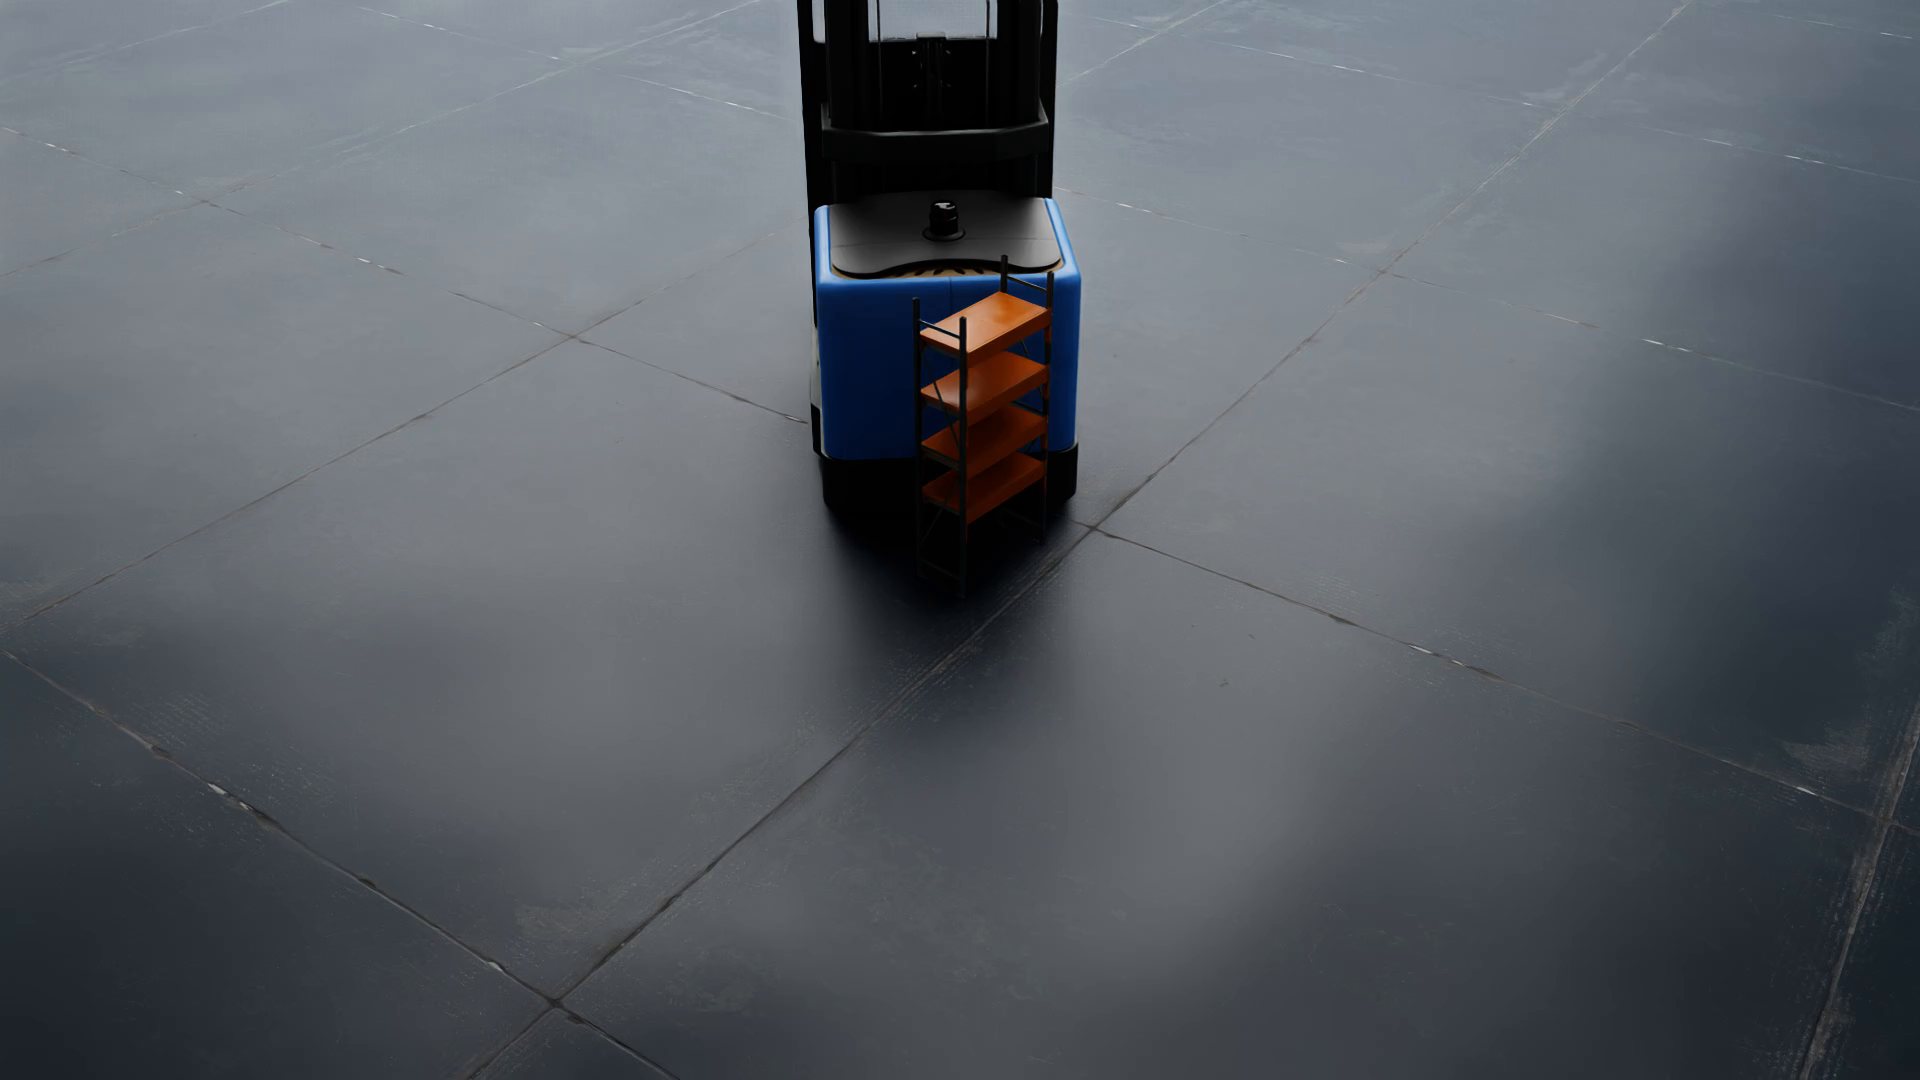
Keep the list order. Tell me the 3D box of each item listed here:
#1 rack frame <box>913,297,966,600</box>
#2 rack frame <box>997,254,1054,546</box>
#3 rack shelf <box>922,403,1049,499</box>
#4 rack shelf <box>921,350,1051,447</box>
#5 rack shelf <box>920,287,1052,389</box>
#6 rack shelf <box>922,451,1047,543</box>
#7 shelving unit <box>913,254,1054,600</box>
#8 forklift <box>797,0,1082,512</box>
[{"bbox_3d":[-0.073,-0.313,6.142,0.240,1.200,0.015,26,42,33],"label":"rack frame"},{"bbox_3d":[0.248,-0.519,6.447,0.240,1.200,0.015,26,42,33],"label":"rack frame"},{"bbox_3d":[0.088,-0.361,6.332,0.258,0.148,0.480,26,42,33],"label":"rack shelf"},{"bbox_3d":[0.088,-0.546,6.207,0.258,0.148,0.480,26,42,33],"label":"rack shelf"},{"bbox_3d":[0.088,-0.742,6.074,0.258,0.148,0.480,26,42,33],"label":"rack shelf"},{"bbox_3d":[0.088,-0.196,6.444,0.258,0.148,0.480,26,42,33],"label":"rack shelf"},{"bbox_3d":[0.088,-0.416,6.295,0.258,1.200,0.503,26,42,33],"label":"shelving unit"},{"bbox_3d":[-0.156,-2.133,7.287,1.130,2.935,3.031,-3,34,-4],"label":"forklift"}]
